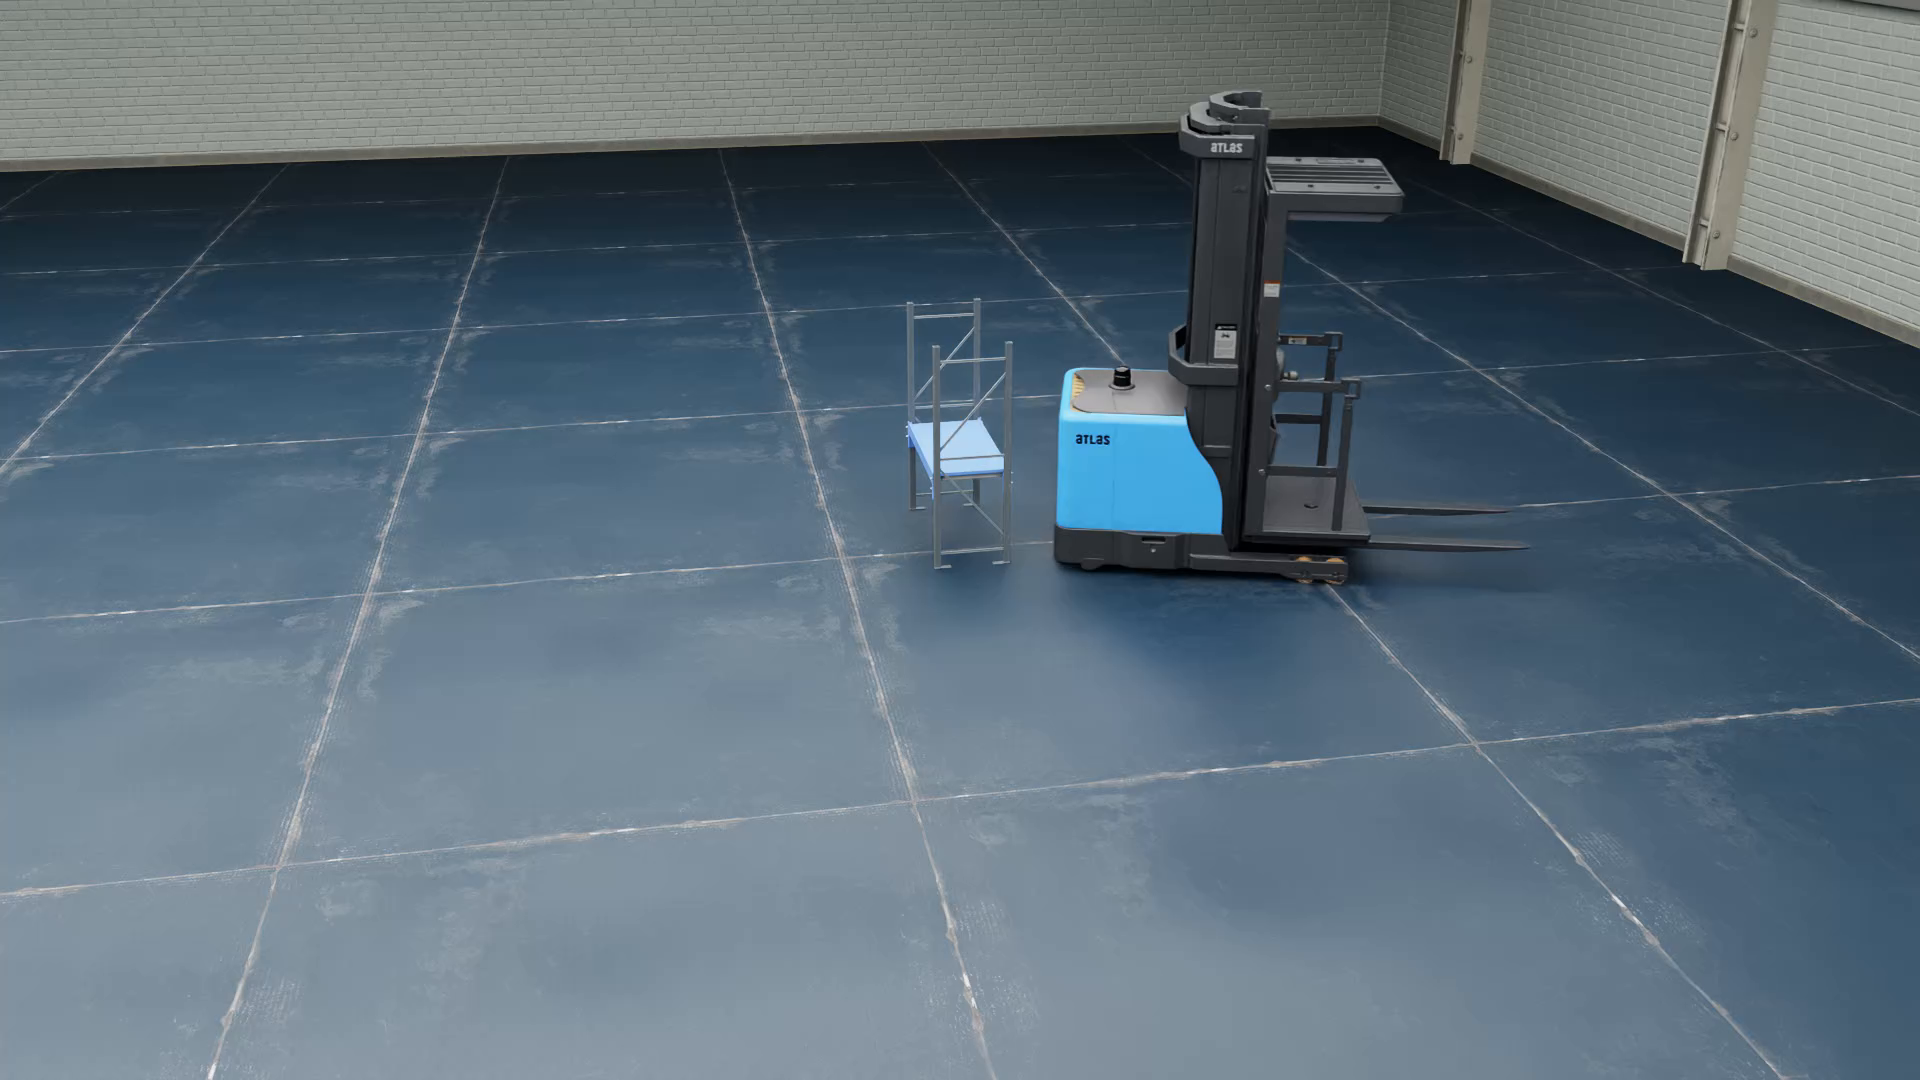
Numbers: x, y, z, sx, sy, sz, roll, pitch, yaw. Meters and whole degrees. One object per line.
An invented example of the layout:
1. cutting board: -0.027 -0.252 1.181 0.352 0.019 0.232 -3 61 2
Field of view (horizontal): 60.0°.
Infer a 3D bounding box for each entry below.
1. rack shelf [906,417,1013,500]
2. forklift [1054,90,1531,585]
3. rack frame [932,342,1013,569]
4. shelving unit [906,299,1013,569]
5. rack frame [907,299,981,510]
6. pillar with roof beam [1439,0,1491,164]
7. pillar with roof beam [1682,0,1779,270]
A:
1. rack shelf: -0.016 -0.556 11.099 0.538 0.185 1.000 -4 24 -10
2. forklift: 2.159 -1.283 10.525 3.031 2.935 1.130 2 24 5
3. rack frame: 0.078 -0.521 10.569 0.500 1.500 0.032 -4 24 -10
4. shelving unit: -0.016 -0.721 11.027 0.538 1.500 1.048 -4 24 -10
5. rack frame: -0.110 -0.921 11.484 0.500 1.500 0.032 -4 24 -10
6. pillar with roof beam: 2.773 -9.159 20.978 9.100 9.000 0.400 -4 24 -10
7. pillar with roof beam: 3.883 -6.799 15.575 9.100 9.000 0.400 -4 24 -10
